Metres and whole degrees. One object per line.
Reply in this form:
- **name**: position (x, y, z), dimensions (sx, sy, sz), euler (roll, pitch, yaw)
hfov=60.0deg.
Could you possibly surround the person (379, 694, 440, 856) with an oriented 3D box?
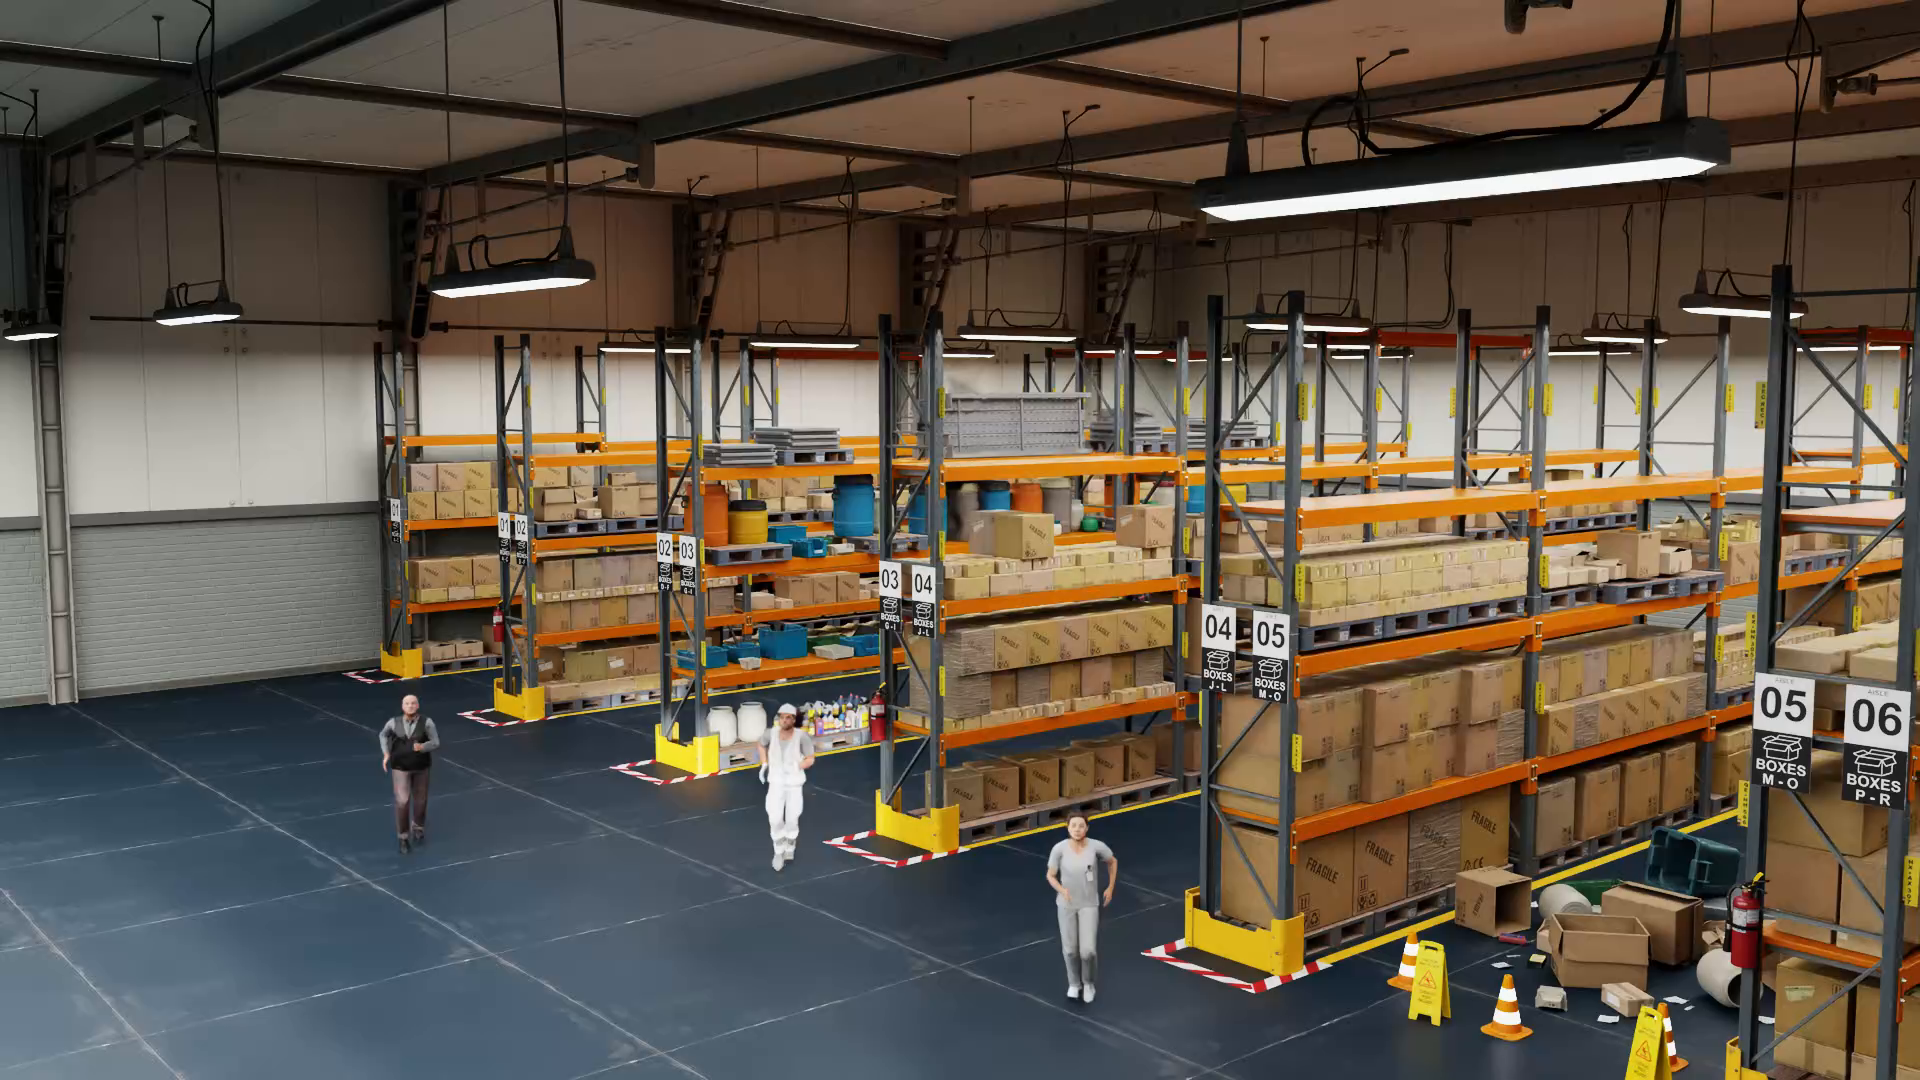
- **person**: position (-6.156, 2.617, 18.646), dimensions (0.624, 1.780, 0.752), euler (-2, 6, -22)

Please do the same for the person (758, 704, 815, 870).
- **person**: position (-1.887, 2.652, 17.933), dimensions (0.647, 1.805, 0.678), euler (0, 5, 1)

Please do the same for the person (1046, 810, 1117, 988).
- **person**: position (1.013, 3.039, 13.901), dimensions (0.584, 1.564, 0.627), euler (1, 5, 6)
